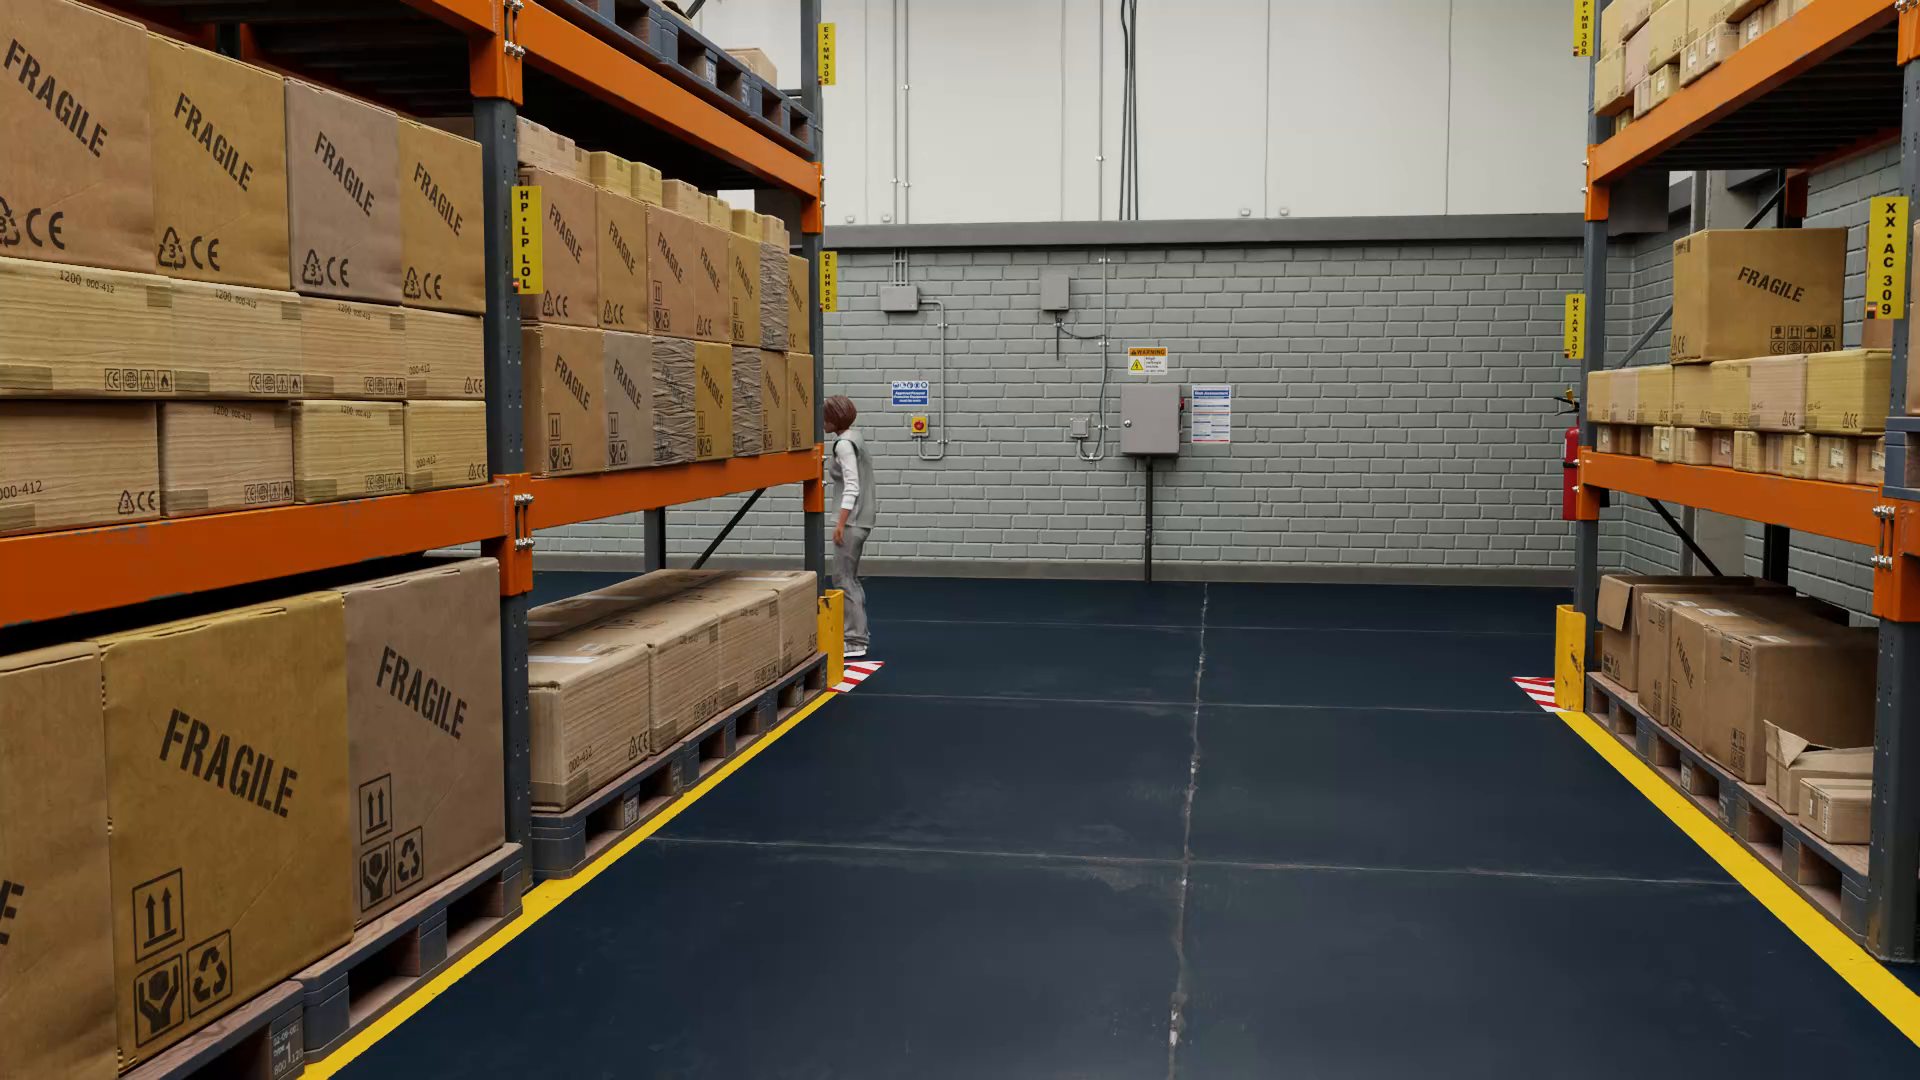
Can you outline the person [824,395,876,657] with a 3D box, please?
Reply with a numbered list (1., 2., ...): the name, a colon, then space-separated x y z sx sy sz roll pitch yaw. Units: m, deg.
1. person: -0.683 -0.086 10.177 0.341 1.594 0.484 0 5 0
